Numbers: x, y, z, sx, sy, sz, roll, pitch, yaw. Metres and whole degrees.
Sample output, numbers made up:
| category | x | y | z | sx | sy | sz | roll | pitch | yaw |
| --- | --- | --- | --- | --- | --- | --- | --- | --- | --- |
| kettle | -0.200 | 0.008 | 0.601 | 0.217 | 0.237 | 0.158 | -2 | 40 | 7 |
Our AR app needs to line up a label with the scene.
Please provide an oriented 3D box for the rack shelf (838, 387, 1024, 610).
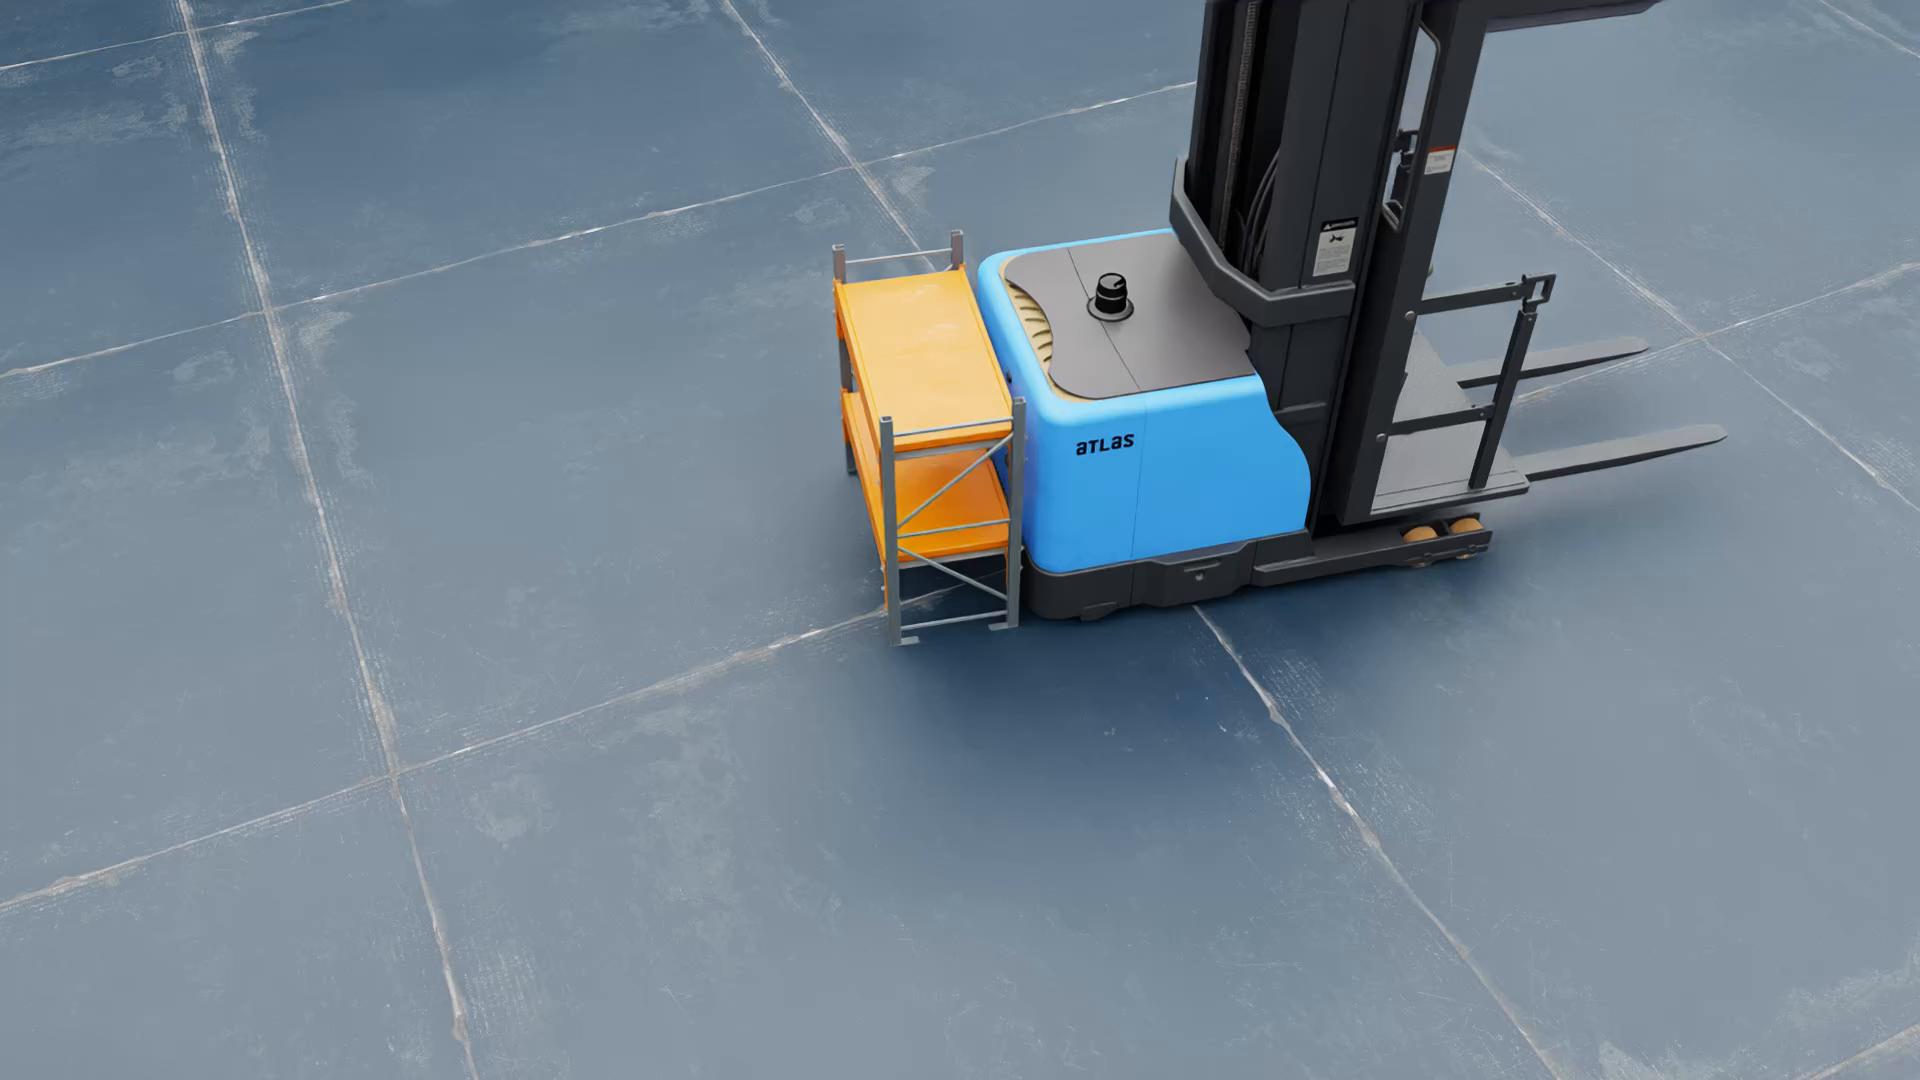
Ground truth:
| category | x | y | z | sx | sy | sz | roll | pitch | yaw |
| --- | --- | --- | --- | --- | --- | --- | --- | --- | --- |
| rack shelf | -0.129 | -0.214 | 6.514 | 0.538 | 0.278 | 1.000 | -9 | 45 | -9 |

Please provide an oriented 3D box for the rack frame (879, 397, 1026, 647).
| category | x | y | z | sx | sy | sz | roll | pitch | yaw |
| --- | --- | --- | --- | --- | --- | --- | --- | --- | --- |
| rack frame | -0.023 | -0.039 | 5.988 | 0.500 | 1.125 | 0.032 | -9 | 45 | -9 |

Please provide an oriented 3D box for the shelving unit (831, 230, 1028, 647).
| category | x | y | z | sx | sy | sz | roll | pitch | yaw |
| --- | --- | --- | --- | --- | --- | --- | --- | --- | --- |
| shelving unit | -0.129 | -0.388 | 6.342 | 0.538 | 1.125 | 1.048 | -9 | 45 | -9 |

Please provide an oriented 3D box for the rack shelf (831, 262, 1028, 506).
| category | x | y | z | sx | sy | sz | roll | pitch | yaw |
| --- | --- | --- | --- | --- | --- | --- | --- | --- | --- |
| rack shelf | -0.129 | -0.596 | 6.137 | 0.538 | 0.278 | 1.000 | -9 | 45 | -9 |

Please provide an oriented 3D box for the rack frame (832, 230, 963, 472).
| category | x | y | z | sx | sy | sz | roll | pitch | yaw |
| --- | --- | --- | --- | --- | --- | --- | --- | --- | --- |
| rack frame | -0.235 | -0.737 | 6.696 | 0.500 | 1.125 | 0.032 | -9 | 45 | -9 |

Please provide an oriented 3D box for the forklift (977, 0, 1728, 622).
| category | x | y | z | sx | sy | sz | roll | pitch | yaw |
| --- | --- | --- | --- | --- | --- | --- | --- | --- | --- |
| forklift | 1.628 | -1.287 | 5.968 | 3.031 | 2.935 | 1.130 | -10 | 45 | -10 |
